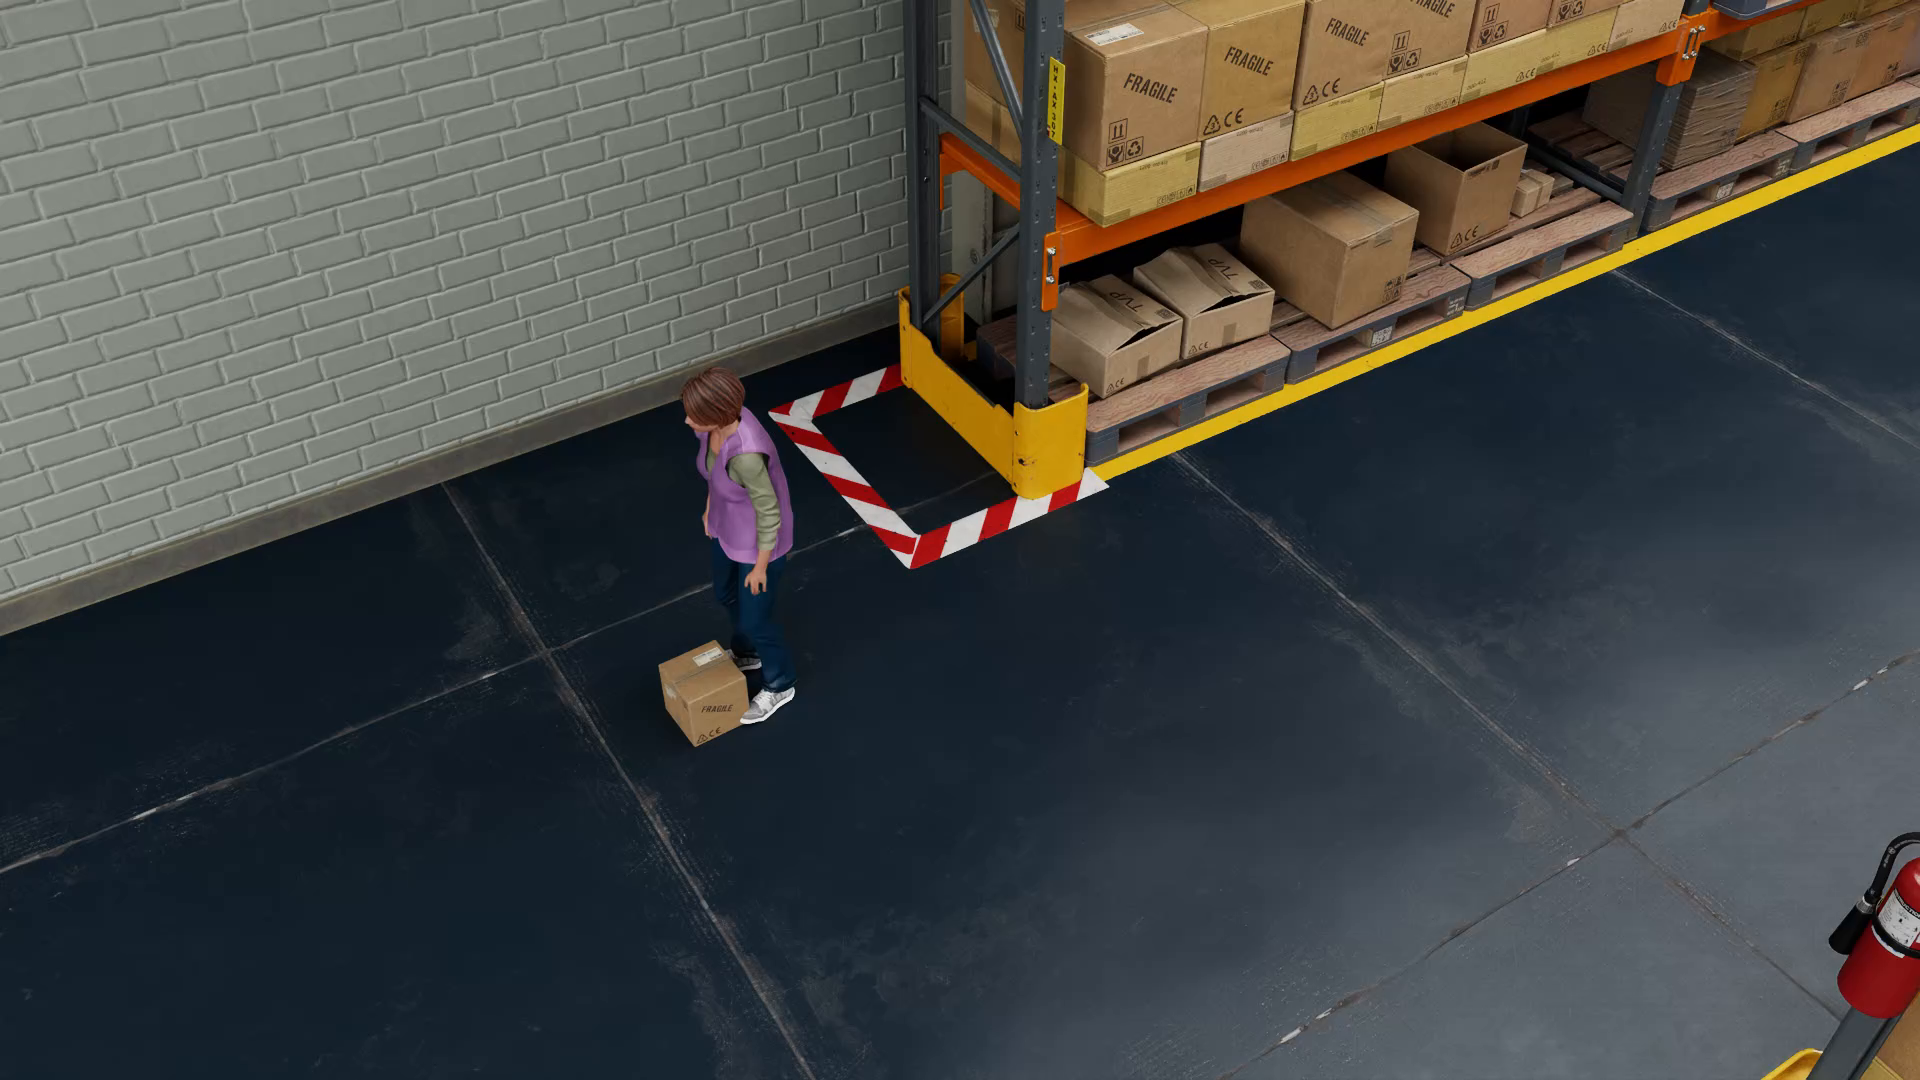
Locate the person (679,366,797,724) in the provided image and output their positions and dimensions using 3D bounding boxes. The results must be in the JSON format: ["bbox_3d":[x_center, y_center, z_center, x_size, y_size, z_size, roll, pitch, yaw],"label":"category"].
[{"bbox_3d":[-0.802,0.008,6.166,0.343,1.582,0.460,-23,46,-24],"label":"person"}]
